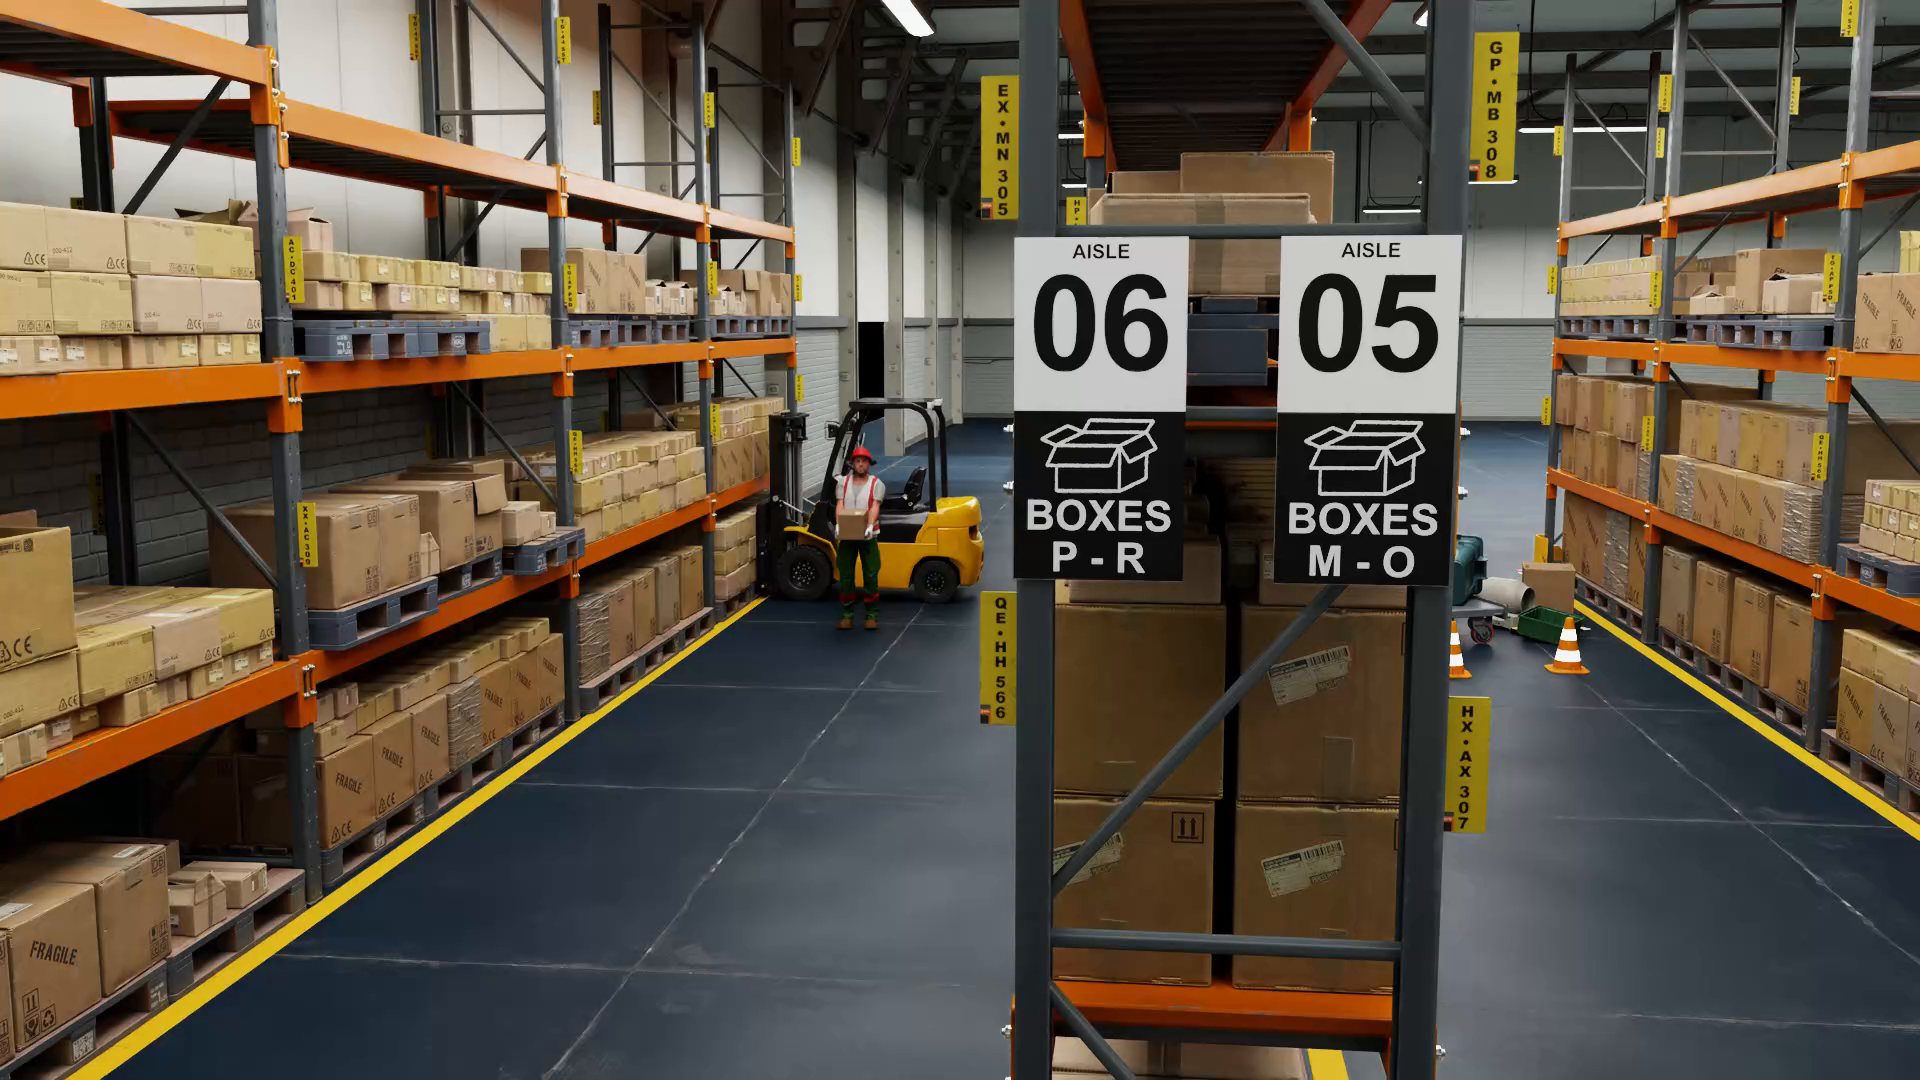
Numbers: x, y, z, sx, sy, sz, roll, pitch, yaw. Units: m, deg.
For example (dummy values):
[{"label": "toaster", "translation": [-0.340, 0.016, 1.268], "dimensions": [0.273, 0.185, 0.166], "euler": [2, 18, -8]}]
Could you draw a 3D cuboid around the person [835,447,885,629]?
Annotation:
[{"label": "person", "translation": [-0.994, -0.006, 16.266], "dimensions": [0.493, 1.782, 0.564], "euler": [1, 8, 6]}]
